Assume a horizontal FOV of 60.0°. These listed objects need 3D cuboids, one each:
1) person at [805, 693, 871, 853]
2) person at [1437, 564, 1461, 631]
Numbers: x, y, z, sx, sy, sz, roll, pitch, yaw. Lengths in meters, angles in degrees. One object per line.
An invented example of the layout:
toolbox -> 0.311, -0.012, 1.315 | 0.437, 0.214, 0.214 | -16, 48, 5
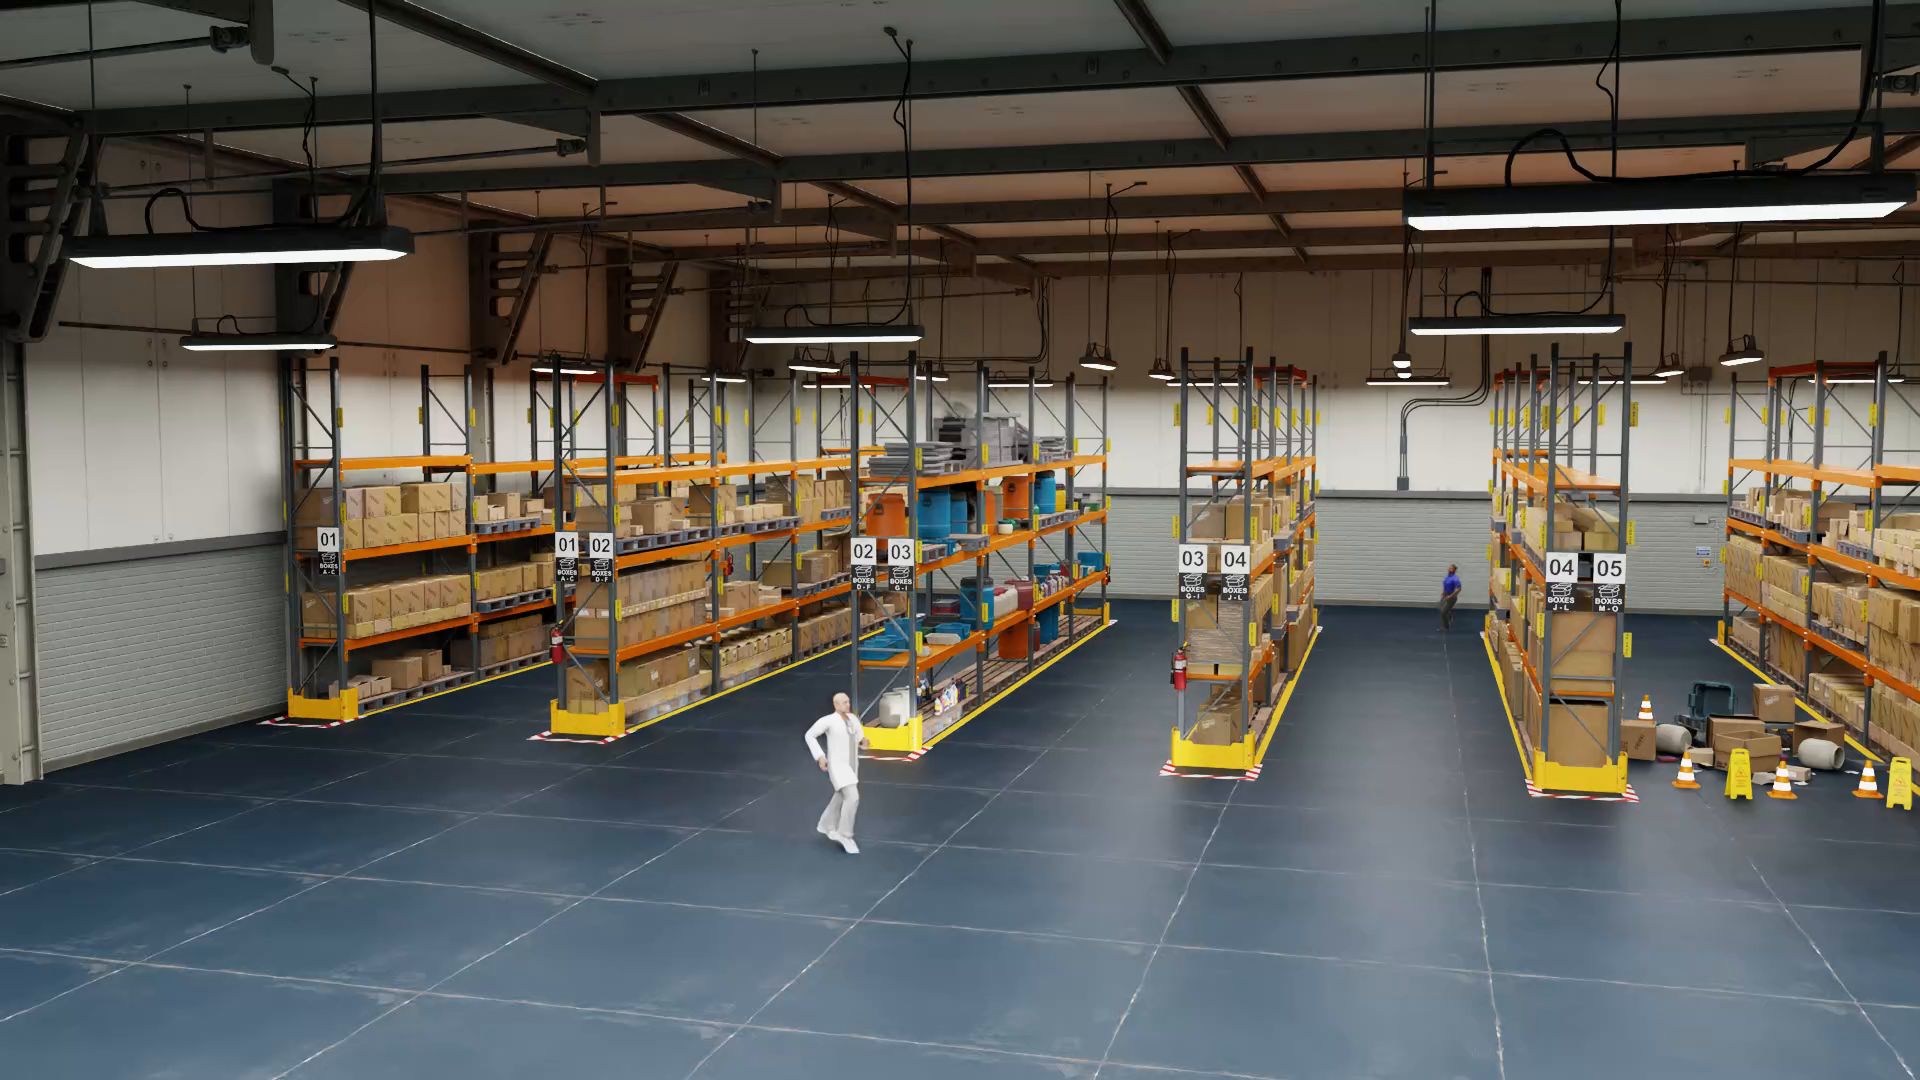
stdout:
person -> -1.365, 2.699, 19.347 | 0.807, 1.849, 0.669 | 3, 5, 34
person -> 11.483, 1.353, 38.905 | 0.540, 1.600, 0.652 | -2, 5, -23
